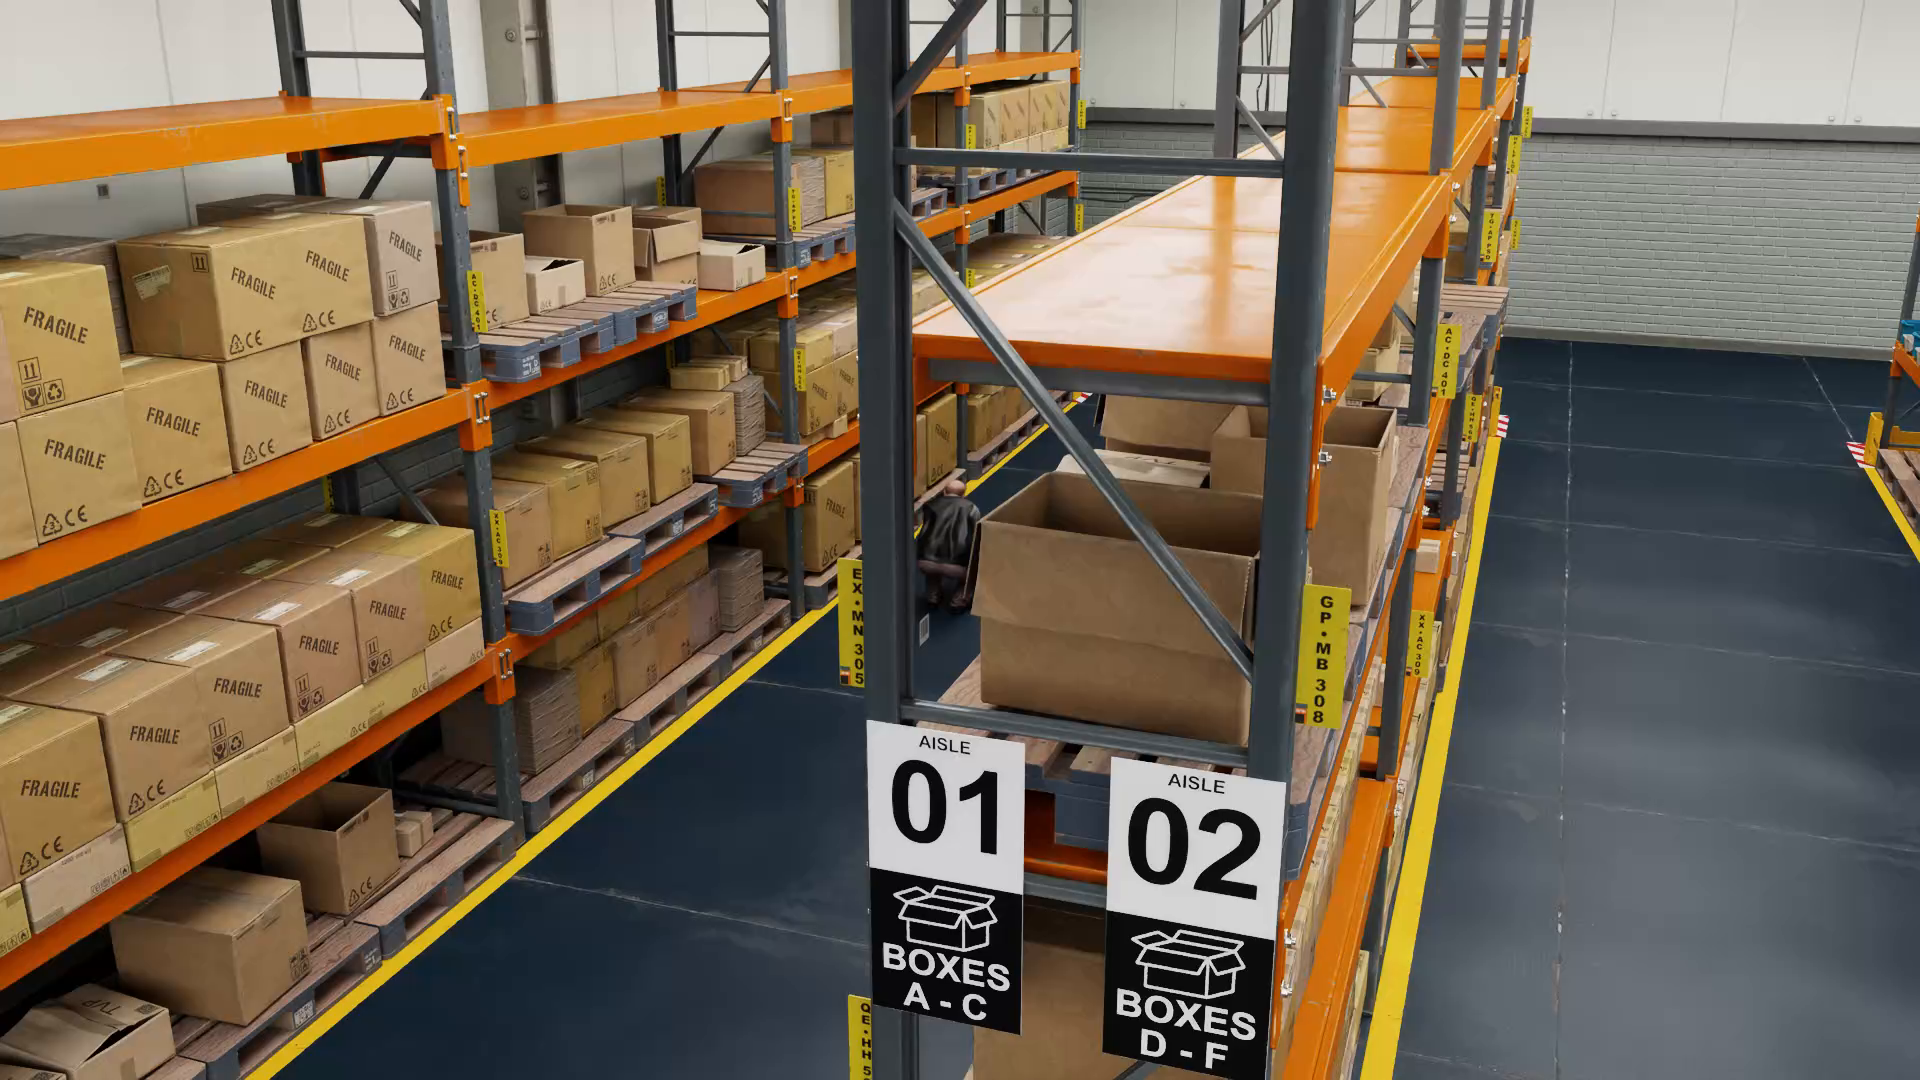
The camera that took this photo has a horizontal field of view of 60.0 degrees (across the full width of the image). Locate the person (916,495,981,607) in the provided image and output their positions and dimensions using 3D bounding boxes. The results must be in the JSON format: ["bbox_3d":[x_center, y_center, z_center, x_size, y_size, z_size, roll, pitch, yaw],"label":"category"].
[{"bbox_3d":[-0.098,0.087,13.581,0.517,0.842,0.767,6,19,16],"label":"person"}]
